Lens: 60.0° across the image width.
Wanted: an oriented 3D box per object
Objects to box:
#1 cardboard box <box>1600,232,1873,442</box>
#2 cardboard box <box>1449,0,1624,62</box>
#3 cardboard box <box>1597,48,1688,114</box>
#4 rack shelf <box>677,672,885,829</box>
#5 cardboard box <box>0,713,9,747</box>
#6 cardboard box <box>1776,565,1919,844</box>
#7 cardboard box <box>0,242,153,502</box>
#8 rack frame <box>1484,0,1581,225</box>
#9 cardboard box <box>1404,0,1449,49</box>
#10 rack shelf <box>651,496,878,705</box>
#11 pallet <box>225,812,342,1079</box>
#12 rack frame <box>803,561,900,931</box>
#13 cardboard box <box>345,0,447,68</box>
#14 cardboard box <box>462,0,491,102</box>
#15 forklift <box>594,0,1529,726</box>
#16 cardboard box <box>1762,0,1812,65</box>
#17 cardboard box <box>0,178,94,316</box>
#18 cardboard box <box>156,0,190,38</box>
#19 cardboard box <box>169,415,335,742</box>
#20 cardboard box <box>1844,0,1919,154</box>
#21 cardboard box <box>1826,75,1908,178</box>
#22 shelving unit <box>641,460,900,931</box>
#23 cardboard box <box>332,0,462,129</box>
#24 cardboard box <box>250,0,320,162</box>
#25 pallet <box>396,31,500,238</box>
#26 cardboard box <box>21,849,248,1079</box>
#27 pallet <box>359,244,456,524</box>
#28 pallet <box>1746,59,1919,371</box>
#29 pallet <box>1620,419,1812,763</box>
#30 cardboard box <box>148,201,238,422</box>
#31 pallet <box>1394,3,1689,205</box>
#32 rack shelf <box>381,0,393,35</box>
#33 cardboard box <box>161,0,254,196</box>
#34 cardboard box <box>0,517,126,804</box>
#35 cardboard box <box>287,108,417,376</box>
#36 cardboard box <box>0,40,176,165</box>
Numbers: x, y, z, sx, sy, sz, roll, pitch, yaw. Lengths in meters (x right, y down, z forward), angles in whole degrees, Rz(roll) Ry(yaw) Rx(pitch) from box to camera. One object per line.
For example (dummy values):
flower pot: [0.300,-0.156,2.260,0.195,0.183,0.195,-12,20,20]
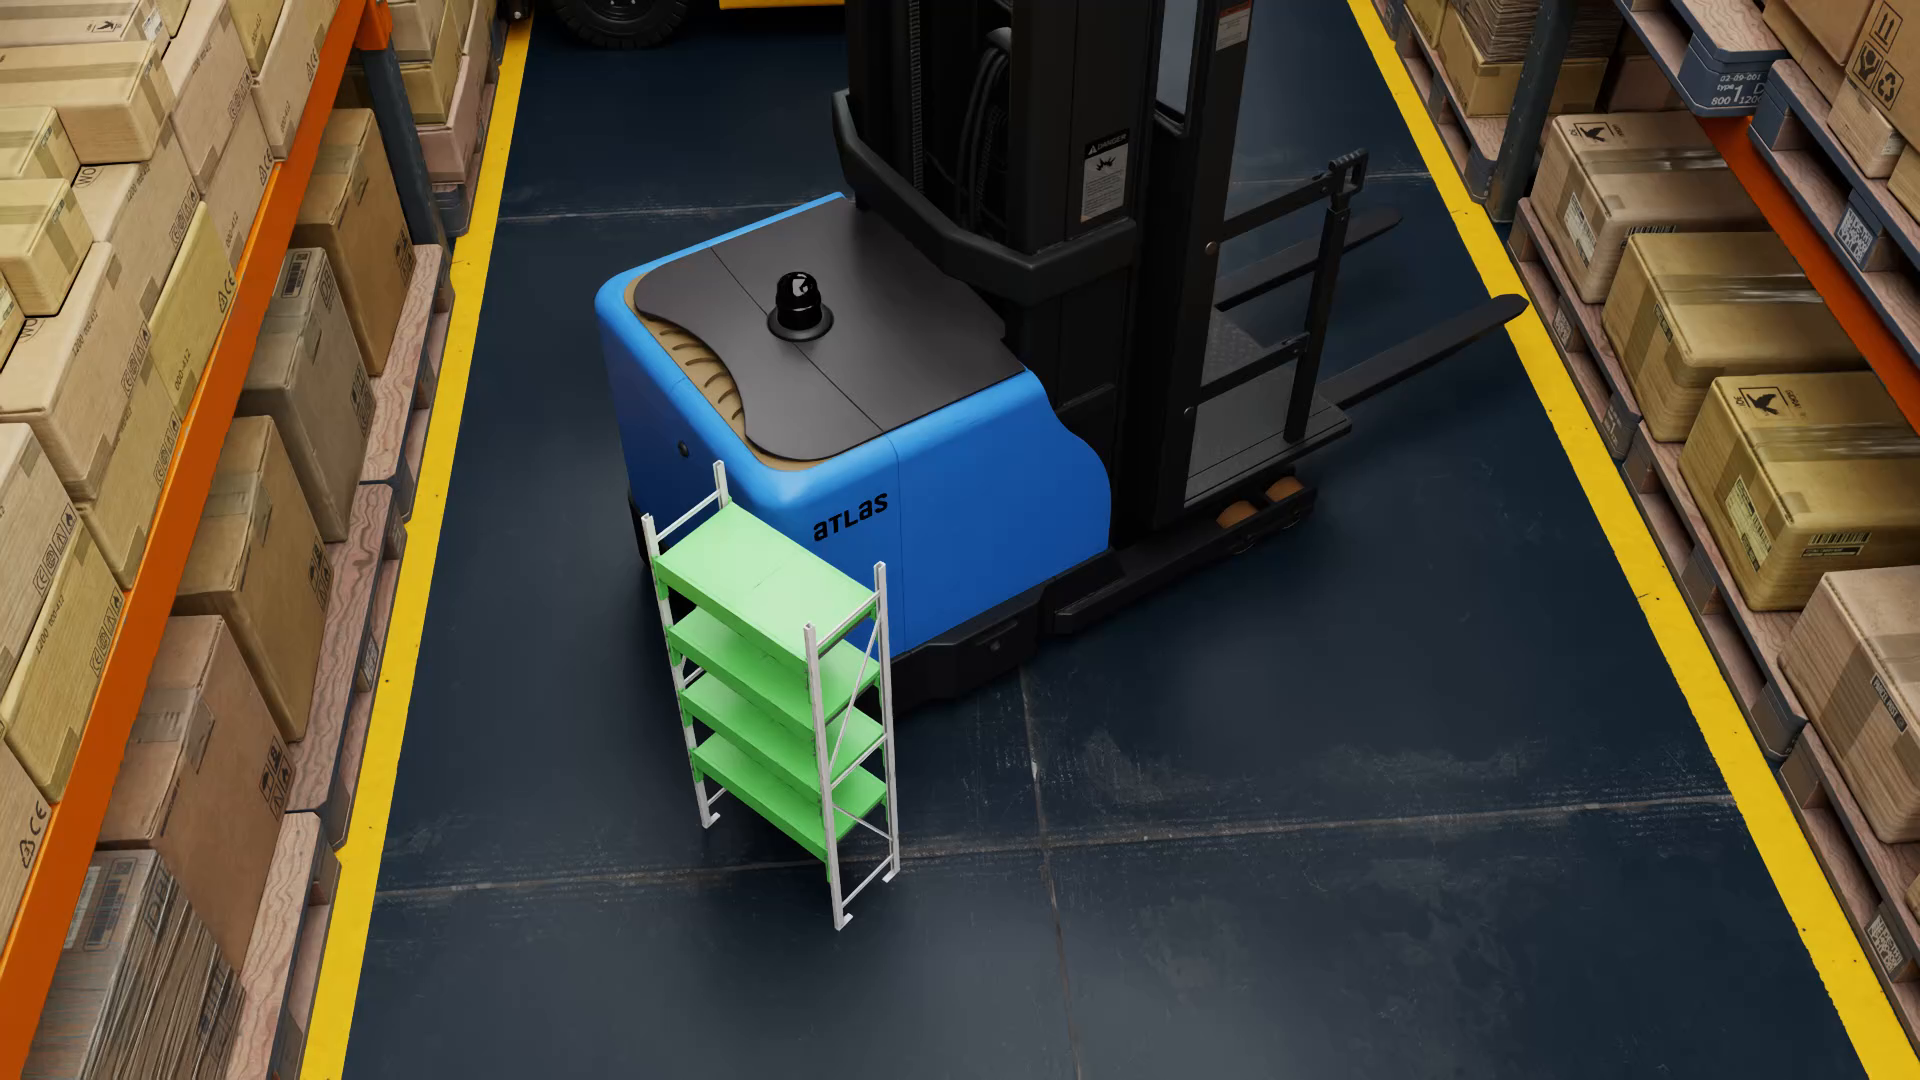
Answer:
cardboard box: [2.654,-0.659,5.329,0.950,0.372,0.625,-1,47,-1]
cardboard box: [2.227,-2.186,6.343,0.500,0.500,0.500,-4,47,-4]
cardboard box: [2.764,-1.960,6.645,0.500,0.250,0.500,-5,47,-5]
rack shelf: [-0.429,0.458,4.078,0.480,0.148,0.258,31,54,26]
cardboard box: [-1.836,0.423,2.542,0.500,0.250,0.500,-4,47,-3]
cardboard box: [2.772,0.393,4.333,0.950,0.372,0.625,-4,47,-4]
cardboard box: [-1.927,-0.318,3.244,0.500,0.250,0.500,-5,47,-4]
rack frame: [2.544,-2.318,5.379,1.000,3.000,0.127,-3,47,-3]
cardboard box: [2.172,-2.313,6.979,0.500,0.250,0.500,-5,47,-4]
rack shelf: [-0.429,0.128,3.729,0.480,0.148,0.258,31,54,26]
pallet: [-2.097,1.242,3.929,1.003,0.211,1.213,-3,47,-3]
rack frame: [-0.241,0.528,3.924,0.015,1.200,0.240,31,54,26]
cardboard box: [-2.129,-1.925,5.923,0.500,0.250,0.500,-4,47,-4]
cardboard box: [-2.170,-1.949,6.634,0.500,0.250,0.500,-4,47,-4]
forklift: [0.518,-1.260,4.425,3.031,2.935,1.130,-26,52,-23]
cardboard box: [2.368,-1.386,4.381,0.380,0.149,0.250,-3,47,-3]
cardboard box: [-1.918,-0.558,3.197,0.380,0.149,0.250,-3,47,-2]
cardboard box: [-2.031,-1.296,3.896,0.380,0.149,0.250,-4,47,-4]
cardboard box: [-2.225,0.141,4.396,0.875,0.625,0.625,-5,47,-5]
cardboard box: [2.422,-1.150,3.710,0.500,0.500,0.500,-5,47,-5]
cardboard box: [2.357,-1.012,4.026,0.380,0.149,0.250,-2,47,-2]
shelving unit: [-0.429,0.414,4.031,0.503,1.200,0.258,31,54,26]
cardboard box: [-2.135,-1.753,6.104,0.500,0.250,0.500,-4,47,-3]
cardboard box: [-2.051,-1.250,4.471,0.500,0.250,0.500,-4,47,-4]
pallet: [-2.426,-1.632,6.651,1.003,0.211,1.213,-3,47,-3]
cardboard box: [-2.105,1.101,3.488,0.875,0.625,0.625,-2,47,-2]
pallet: [-2.301,-0.524,5.601,1.003,0.211,1.213,-3,47,-3]
pallet: [2.673,-0.787,4.062,1.003,0.211,1.213,-3,47,-3]
pallet: [2.716,0.089,5.020,1.003,0.211,1.213,-3,47,-3]
cardboard box: [-1.989,-0.515,3.776,0.500,0.250,0.500,-2,47,-2]
pallet: [2.453,-1.843,6.850,1.003,0.211,1.213,-3,47,-3]
rack shelf: [-2.569,-3.213,6.722,1.077,0.370,4.000,-3,47,-3]
cardboard box: [-2.019,-1.052,3.939,0.500,0.250,0.500,-3,47,-3]
cardboard box: [-1.898,0.232,3.067,0.500,0.250,0.500,-4,47,-4]
cardboard box: [-2.347,-0.964,5.444,0.875,0.625,0.625,-2,47,-2]
cardboard box: [-1.916,-0.927,3.547,0.380,0.149,0.250,-5,47,-4]
